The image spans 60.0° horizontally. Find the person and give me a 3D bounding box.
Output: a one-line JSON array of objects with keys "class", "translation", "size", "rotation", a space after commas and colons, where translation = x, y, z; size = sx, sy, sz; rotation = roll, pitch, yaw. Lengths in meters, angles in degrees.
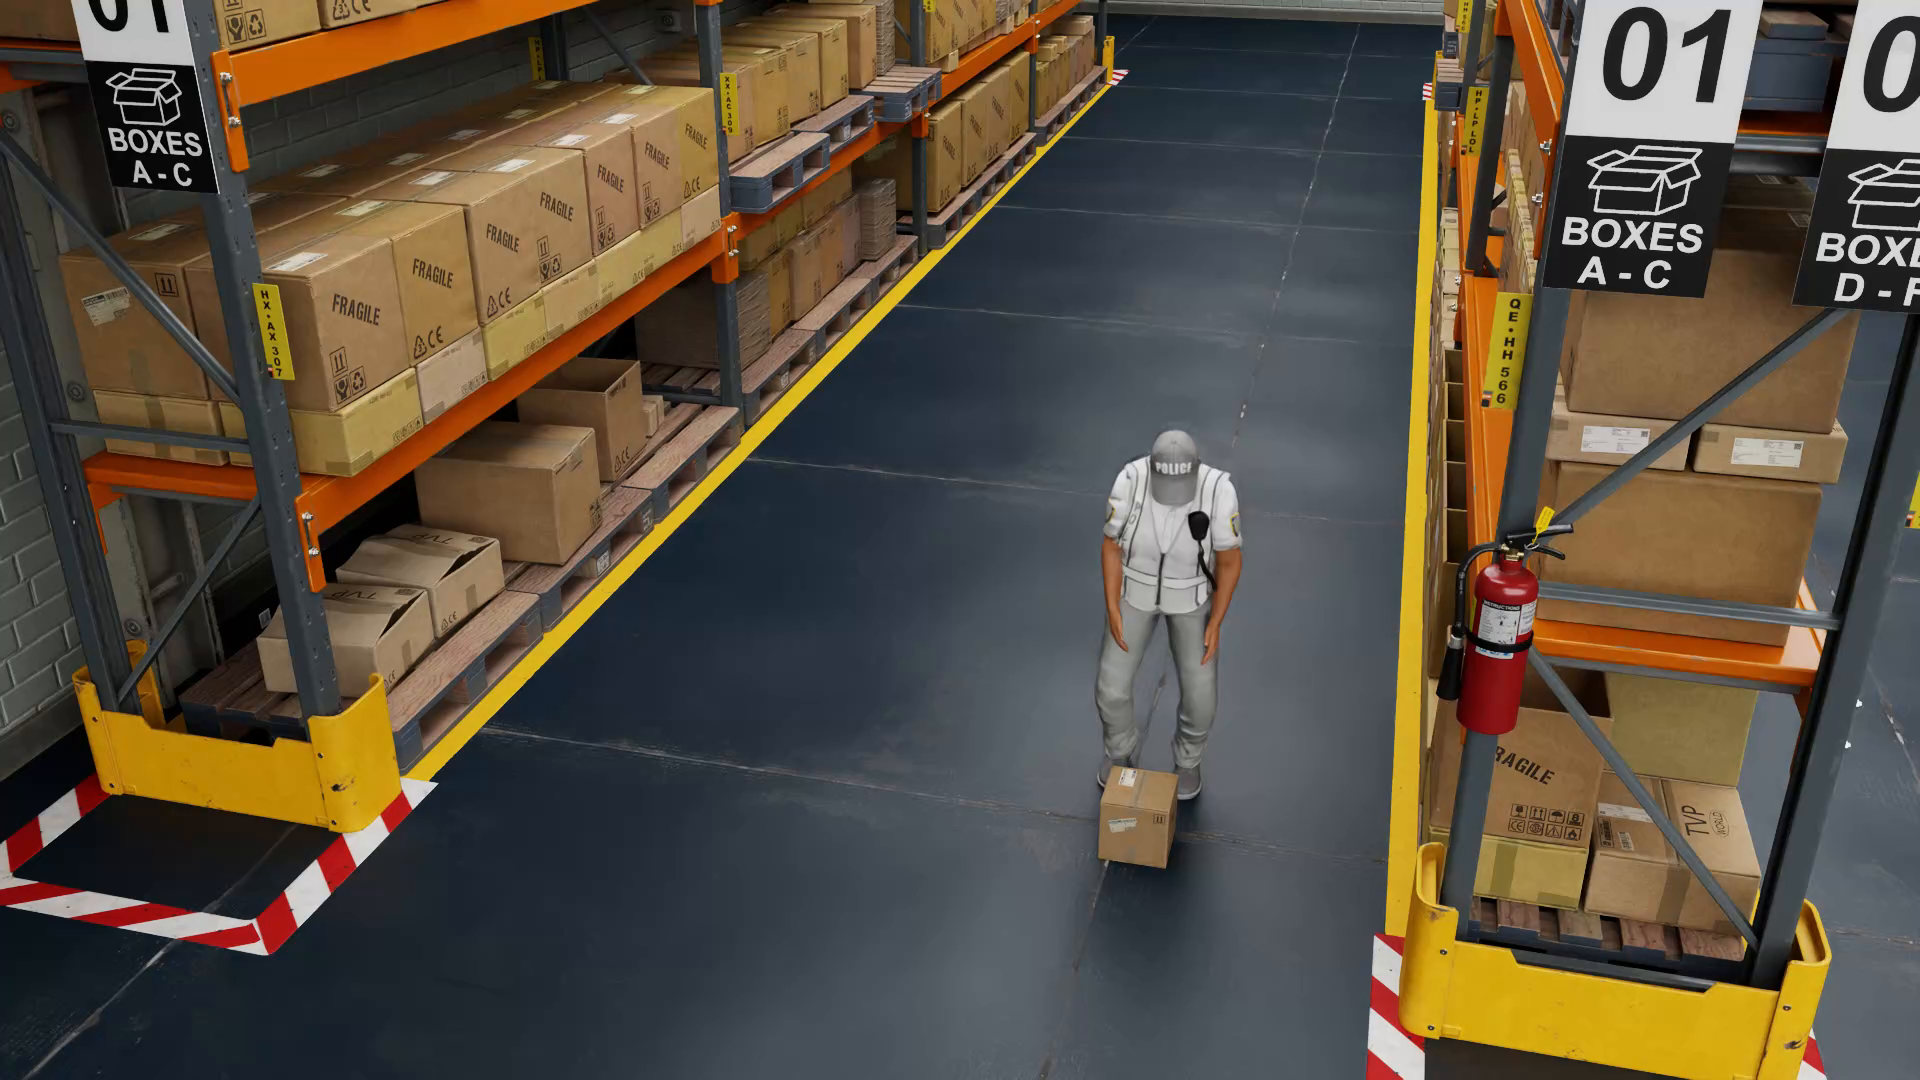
[{"class": "person", "translation": [0.783, 0.257, 6.227], "size": [0.519, 1.541, 0.591], "rotation": [6, 26, 13]}]
